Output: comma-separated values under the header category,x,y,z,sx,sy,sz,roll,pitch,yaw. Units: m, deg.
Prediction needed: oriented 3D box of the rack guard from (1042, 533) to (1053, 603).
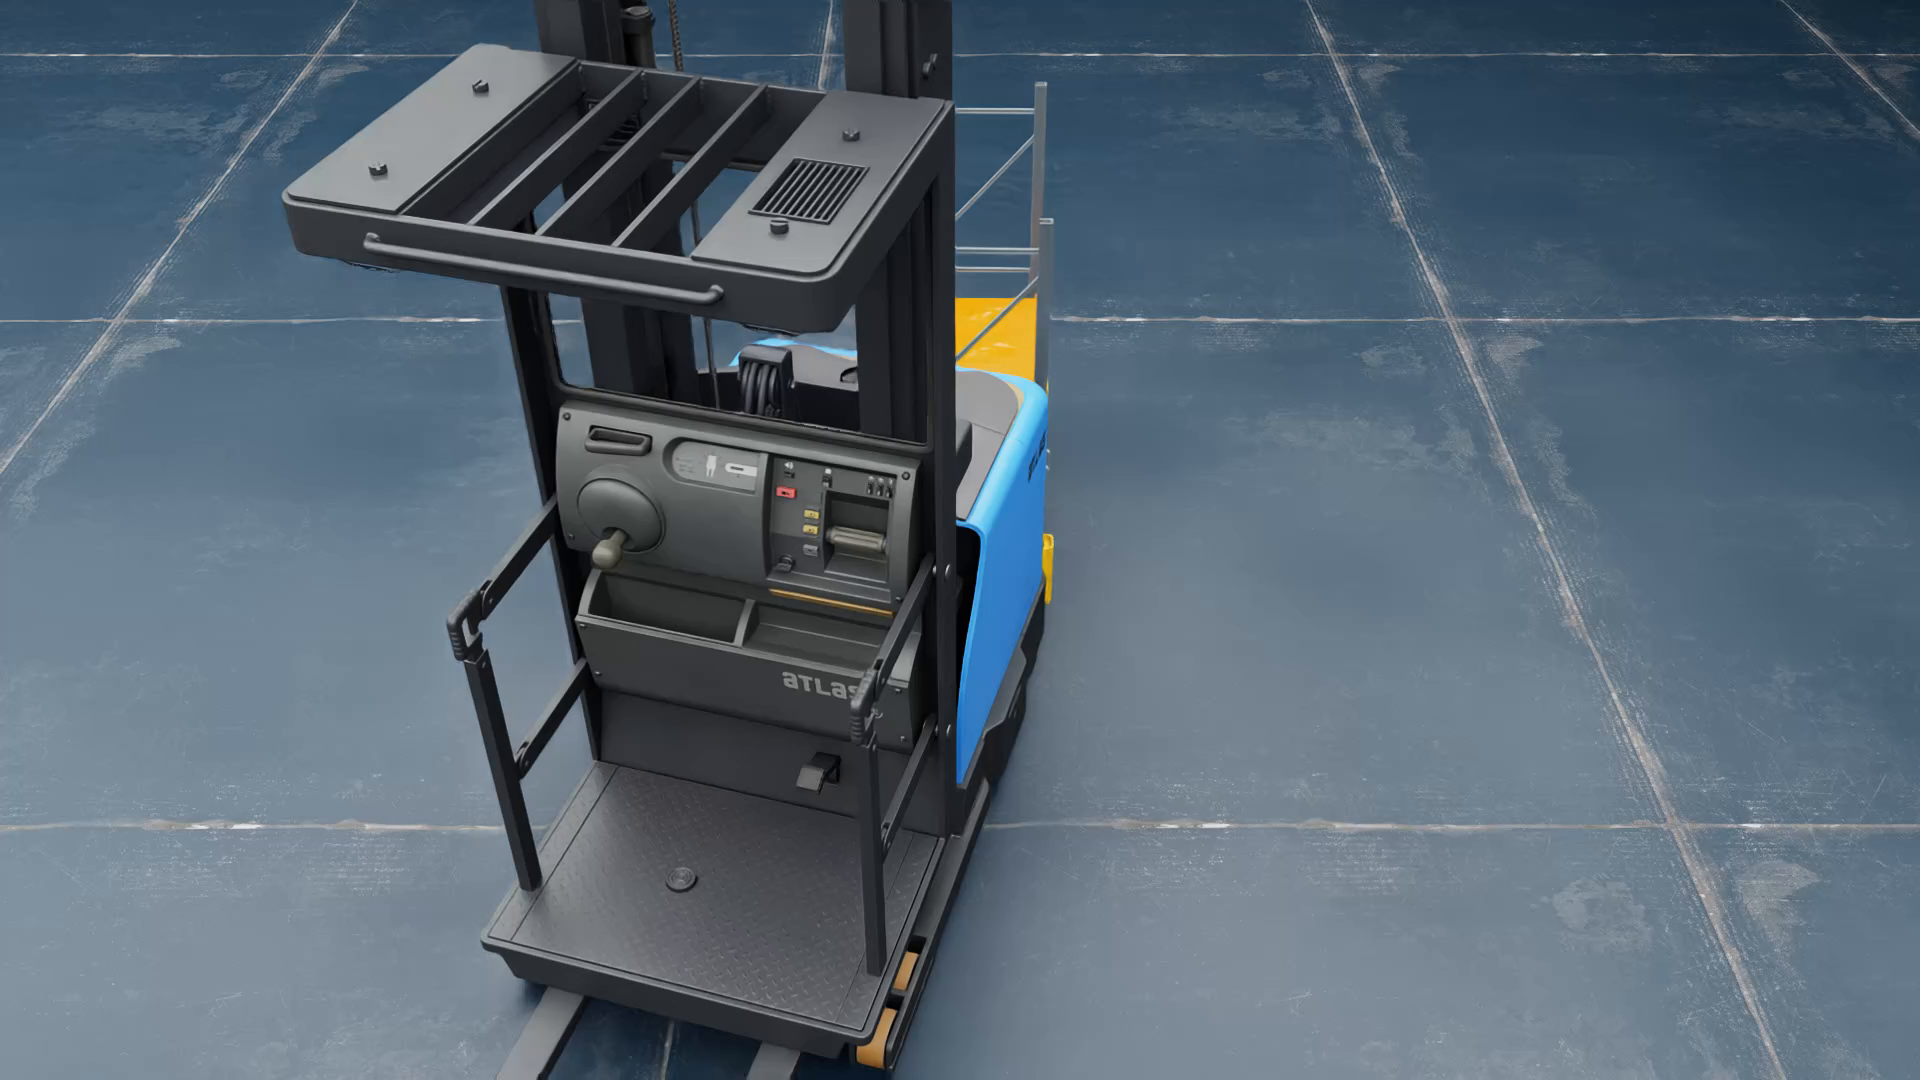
category,x,y,z,sx,sy,sz,roll,pitch,yaw
rack guard,0.034,0.098,5.928,0.587,0.250,0.087,1,39,1

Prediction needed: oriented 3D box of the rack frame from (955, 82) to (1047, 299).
category,x,y,z,sx,sy,sz,roll,pitch,yaw
rack frame,0.057,-1.025,6.330,0.500,1.500,0.032,1,39,1

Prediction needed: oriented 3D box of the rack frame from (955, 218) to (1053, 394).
category,x,y,z,sx,sy,sz,roll,pitch,yaw
rack frame,0.034,-0.389,5.537,0.500,1.500,0.032,1,39,1

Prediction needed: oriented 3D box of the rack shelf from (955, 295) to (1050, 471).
category,x,y,z,sx,sy,sz,roll,pitch,yaw
rack shelf,0.046,-0.567,6.046,0.538,0.185,1.000,1,39,1

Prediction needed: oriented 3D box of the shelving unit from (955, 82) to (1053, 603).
category,x,y,z,sx,sy,sz,roll,pitch,yaw
shelving unit,0.046,-0.702,5.926,0.587,1.500,1.083,1,39,1

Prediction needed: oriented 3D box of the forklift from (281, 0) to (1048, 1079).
category,x,y,z,sx,sy,sz,roll,pitch,yaw
forklift,-0.615,-0.004,3.912,1.130,2.935,3.031,10,40,13
